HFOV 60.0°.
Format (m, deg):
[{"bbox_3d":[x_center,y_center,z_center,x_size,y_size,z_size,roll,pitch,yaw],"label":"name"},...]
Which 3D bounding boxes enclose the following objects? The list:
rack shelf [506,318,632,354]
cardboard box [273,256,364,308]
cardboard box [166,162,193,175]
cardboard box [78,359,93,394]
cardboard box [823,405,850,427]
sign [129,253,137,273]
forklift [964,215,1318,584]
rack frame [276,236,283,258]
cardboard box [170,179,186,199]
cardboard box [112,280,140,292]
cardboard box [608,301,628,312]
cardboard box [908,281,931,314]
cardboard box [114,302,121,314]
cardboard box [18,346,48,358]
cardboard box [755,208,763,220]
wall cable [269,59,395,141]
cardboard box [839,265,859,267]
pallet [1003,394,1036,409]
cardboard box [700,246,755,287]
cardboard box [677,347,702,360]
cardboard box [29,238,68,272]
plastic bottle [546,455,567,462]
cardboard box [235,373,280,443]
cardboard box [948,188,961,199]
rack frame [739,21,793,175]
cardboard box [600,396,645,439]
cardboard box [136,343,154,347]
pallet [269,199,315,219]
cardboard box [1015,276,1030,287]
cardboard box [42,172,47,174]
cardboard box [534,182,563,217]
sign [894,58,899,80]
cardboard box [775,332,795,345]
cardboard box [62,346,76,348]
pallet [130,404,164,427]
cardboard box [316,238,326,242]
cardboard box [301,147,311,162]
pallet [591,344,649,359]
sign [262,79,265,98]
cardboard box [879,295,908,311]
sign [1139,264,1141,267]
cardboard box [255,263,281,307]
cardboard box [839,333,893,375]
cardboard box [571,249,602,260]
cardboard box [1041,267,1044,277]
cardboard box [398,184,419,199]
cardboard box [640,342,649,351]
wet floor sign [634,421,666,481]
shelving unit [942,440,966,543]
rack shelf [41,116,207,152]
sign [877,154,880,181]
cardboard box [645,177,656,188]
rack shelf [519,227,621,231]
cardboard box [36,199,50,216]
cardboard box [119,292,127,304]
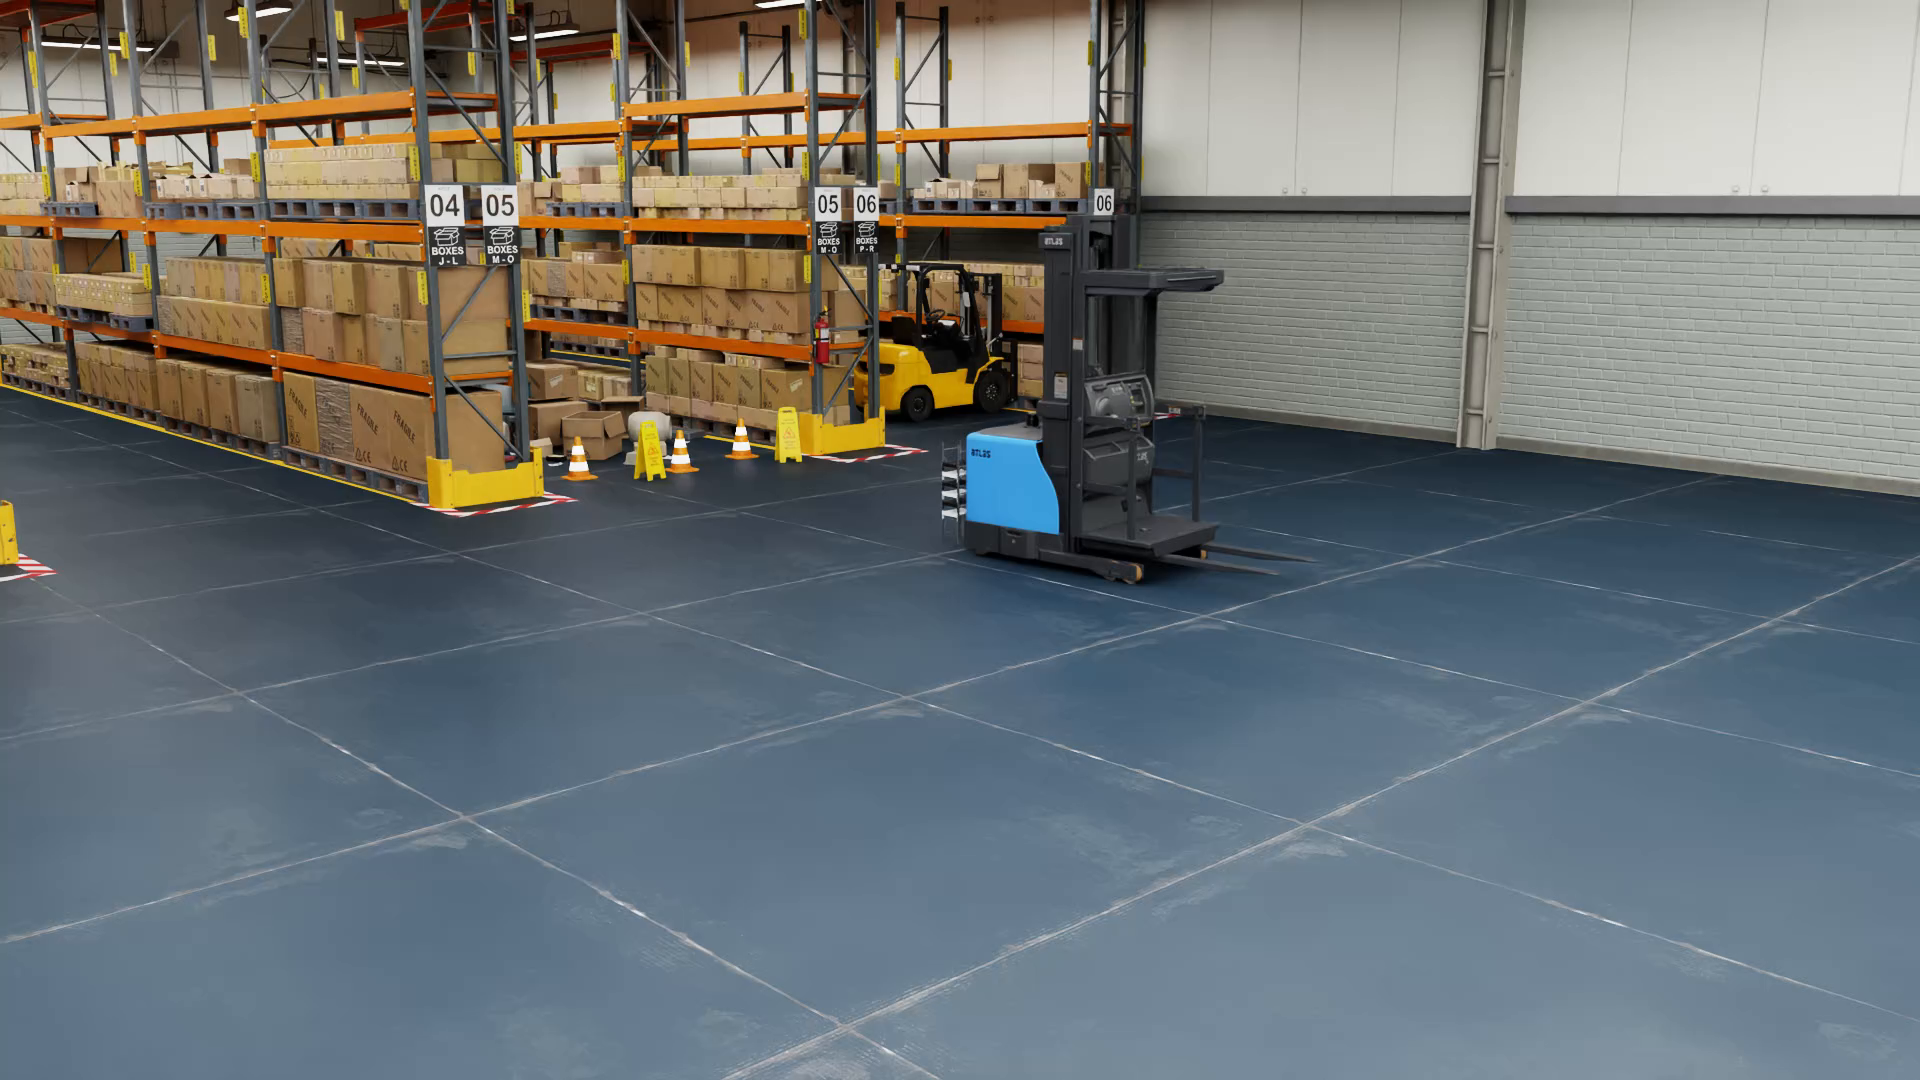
[{"bbox_3d":[-5.552,-3.114,24.716,1.077,0.370,4.000,-11,16,-43],"label":"rack shelf"},{"bbox_3d":[-7.451,-3.014,19.398,0.875,0.550,0.550,-11,16,-43],"label":"cardboard box"},{"bbox_3d":[-10.879,-5.120,23.088,0.396,0.266,0.258,-11,16,-43],"label":"cardboard box"},{"bbox_3d":[-12.887,-2.474,24.981,0.500,0.500,0.500,-10,15,-40],"label":"cardboard box"},{"bbox_3d":[-1.765,-1.606,21.386,0.500,0.250,0.500,-11,16,-43],"label":"cardboard box"},{"bbox_3d":[-12.806,-4.283,25.735,0.100,0.325,0.005,-11,16,-43],"label":"sign"},{"bbox_3d":[1.497,-1.198,13.799,3.031,2.935,1.130,9,15,39],"label":"forklift"},{"bbox_3d":[-12.457,-4.926,31.727,1.000,3.000,0.127,-11,16,-43],"label":"rack frame"},{"bbox_3d":[-9.756,-4.495,21.284,0.500,0.250,0.500,-10,16,-41],"label":"cardboard box"},{"bbox_3d":[-11.466,-3.511,22.965,0.380,0.149,0.250,-10,15,-41],"label":"cardboard box"},{"bbox_3d":[-4.725,-3.294,23.387,0.380,0.149,0.250,-11,16,-42],"label":"cardboard box"},{"bbox_3d":[-0.465,-3.815,26.085,0.500,0.500,0.500,11,16,44],"label":"cardboard box"},{"bbox_3d":[-11.464,-3.219,23.021,0.380,0.149,0.250,-11,16,-42],"label":"cardboard box"},{"bbox_3d":[-15.262,-3.096,27.393,0.250,0.149,0.380,11,16,42],"label":"cardboard box"},{"bbox_3d":[-2.338,-4.072,20.769,0.380,0.149,0.250,-11,16,-42],"label":"cardboard box"},{"bbox_3d":[-14.003,-9.161,37.321,2.988,3.039,0.133,-11,16,-43],"label":"wall cable"},{"bbox_3d":[-1.900,-4.577,28.176,0.380,0.149,0.250,-10,15,-41],"label":"cardboard box"},{"bbox_3d":[0.783,-2.201,25.412,1.003,0.211,1.213,-11,16,-43],"label":"pallet"},{"bbox_3d":[-2.933,-3.547,21.569,0.700,0.500,0.500,-11,16,-43],"label":"cardboard box"},{"bbox_3d":[-3.559,-2.494,22.228,0.380,0.149,0.250,-10,15,-40],"label":"cardboard box"},{"bbox_3d":[-14.086,-4.428,25.845,0.500,0.500,0.500,11,16,43],"label":"cardboard box"},{"bbox_3d":[-4.839,-0.974,19.828,0.283,0.061,0.133,6,13,26],"label":"plastic bottle"},{"bbox_3d":[-8.174,-1.652,20.370,1.050,0.750,0.750,-11,16,-43],"label":"cardboard box"},{"bbox_3d":[0.038,-5.248,25.189,0.380,0.149,0.250,-10,15,-41],"label":"cardboard box"},{"bbox_3d":[-3.345,-7.389,28.814,1.000,3.000,0.127,-11,16,-43],"label":"rack frame"},{"bbox_3d":[-4.415,-1.606,21.799,0.500,0.500,0.500,-1,12,-4],"label":"cardboard box"},{"bbox_3d":[-11.788,-2.761,24.513,0.500,0.250,0.500,11,16,43],"label":"cardboard box"},{"bbox_3d":[-7.123,-3.775,18.926,1.003,0.211,1.213,-11,16,-43],"label":"pallet"},{"bbox_3d":[1.023,-3.811,24.460,0.250,0.149,0.380,11,16,43],"label":"cardboard box"},{"bbox_3d":[-13.619,-5.481,25.132,0.250,0.149,0.380,11,16,43],"label":"cardboard box"},{"bbox_3d":[-5.859,-5.060,24.686,0.797,0.503,0.637,-11,16,-43],"label":"cardboard box"},{"bbox_3d":[-0.967,-7.224,25.503,0.100,0.325,0.005,-11,16,-43],"label":"sign"},{"bbox_3d":[-2.076,-2.514,20.643,0.380,0.149,0.250,-11,16,-43],"label":"cardboard box"},{"bbox_3d":[-14.657,-3.138,27.596,0.380,0.149,0.250,-10,15,-40],"label":"cardboard box"},{"bbox_3d":[-10.982,-1.803,23.476,1.003,0.211,1.213,-11,16,-43],"label":"pallet"},{"bbox_3d":[-11.372,-5.460,29.985,0.250,0.149,0.380,11,16,44],"label":"cardboard box"},{"bbox_3d":[-6.970,-4.213,18.188,0.380,0.149,0.250,-11,16,-42],"label":"cardboard box"},{"bbox_3d":[-6.581,-3.769,33.022,1.003,0.211,1.213,-11,16,-43],"label":"pallet"},{"bbox_3d":[-12.863,-8.323,30.640,0.100,0.325,0.005,-11,16,-43],"label":"sign"},{"bbox_3d":[-1.120,-3.831,26.782,0.500,0.250,0.500,-10,16,-41],"label":"cardboard box"},{"bbox_3d":[2.585,-3.823,24.029,0.100,0.325,0.005,-11,16,-43],"label":"sign"},{"bbox_3d":[-8.028,-3.081,20.043,0.700,0.500,0.500,-11,16,-44],"label":"cardboard box"},{"bbox_3d":[-1.482,-3.099,27.701,0.875,0.625,0.625,-11,16,-43],"label":"cardboard box"},{"bbox_3d":[-5.599,-4.277,24.944,0.250,0.149,0.380,11,16,42],"label":"cardboard box"},{"bbox_3d":[1.387,-3.885,24.079,0.380,0.149,0.250,-10,16,-41],"label":"cardboard box"},{"bbox_3d":[-5.393,-3.489,16.650,0.380,0.149,0.250,-11,16,-43],"label":"cardboard box"},{"bbox_3d":[-5.936,-3.914,31.968,0.500,0.500,0.500,-10,15,-40],"label":"cardboard box"},{"bbox_3d":[-3.466,-1.005,18.530,0.232,0.644,0.267,8,14,35],"label":"wet floor sign"},{"bbox_3d":[-0.006,-0.442,15.165,0.258,0.900,0.210,-11,16,-43],"label":"shelving unit"},{"bbox_3d":[-11.824,-5.736,23.565,1.077,0.370,4.000,-11,16,-43],"label":"rack shelf"},{"bbox_3d":[-1.016,-4.564,20.369,0.100,0.325,0.005,-11,16,-43],"label":"sign"},{"bbox_3d":[-3.988,-4.786,22.260,0.380,0.149,0.250,-10,15,-41],"label":"cardboard box"},{"bbox_3d":[-7.489,-6.443,33.440,1.077,0.370,4.000,-11,16,-43],"label":"rack shelf"},{"bbox_3d":[-13.740,-5.068,25.351,0.500,0.250,0.500,-10,16,-41],"label":"cardboard box"},{"bbox_3d":[-11.299,-3.330,22.823,0.380,0.149,0.250,-10,15,-40],"label":"cardboard box"}]
